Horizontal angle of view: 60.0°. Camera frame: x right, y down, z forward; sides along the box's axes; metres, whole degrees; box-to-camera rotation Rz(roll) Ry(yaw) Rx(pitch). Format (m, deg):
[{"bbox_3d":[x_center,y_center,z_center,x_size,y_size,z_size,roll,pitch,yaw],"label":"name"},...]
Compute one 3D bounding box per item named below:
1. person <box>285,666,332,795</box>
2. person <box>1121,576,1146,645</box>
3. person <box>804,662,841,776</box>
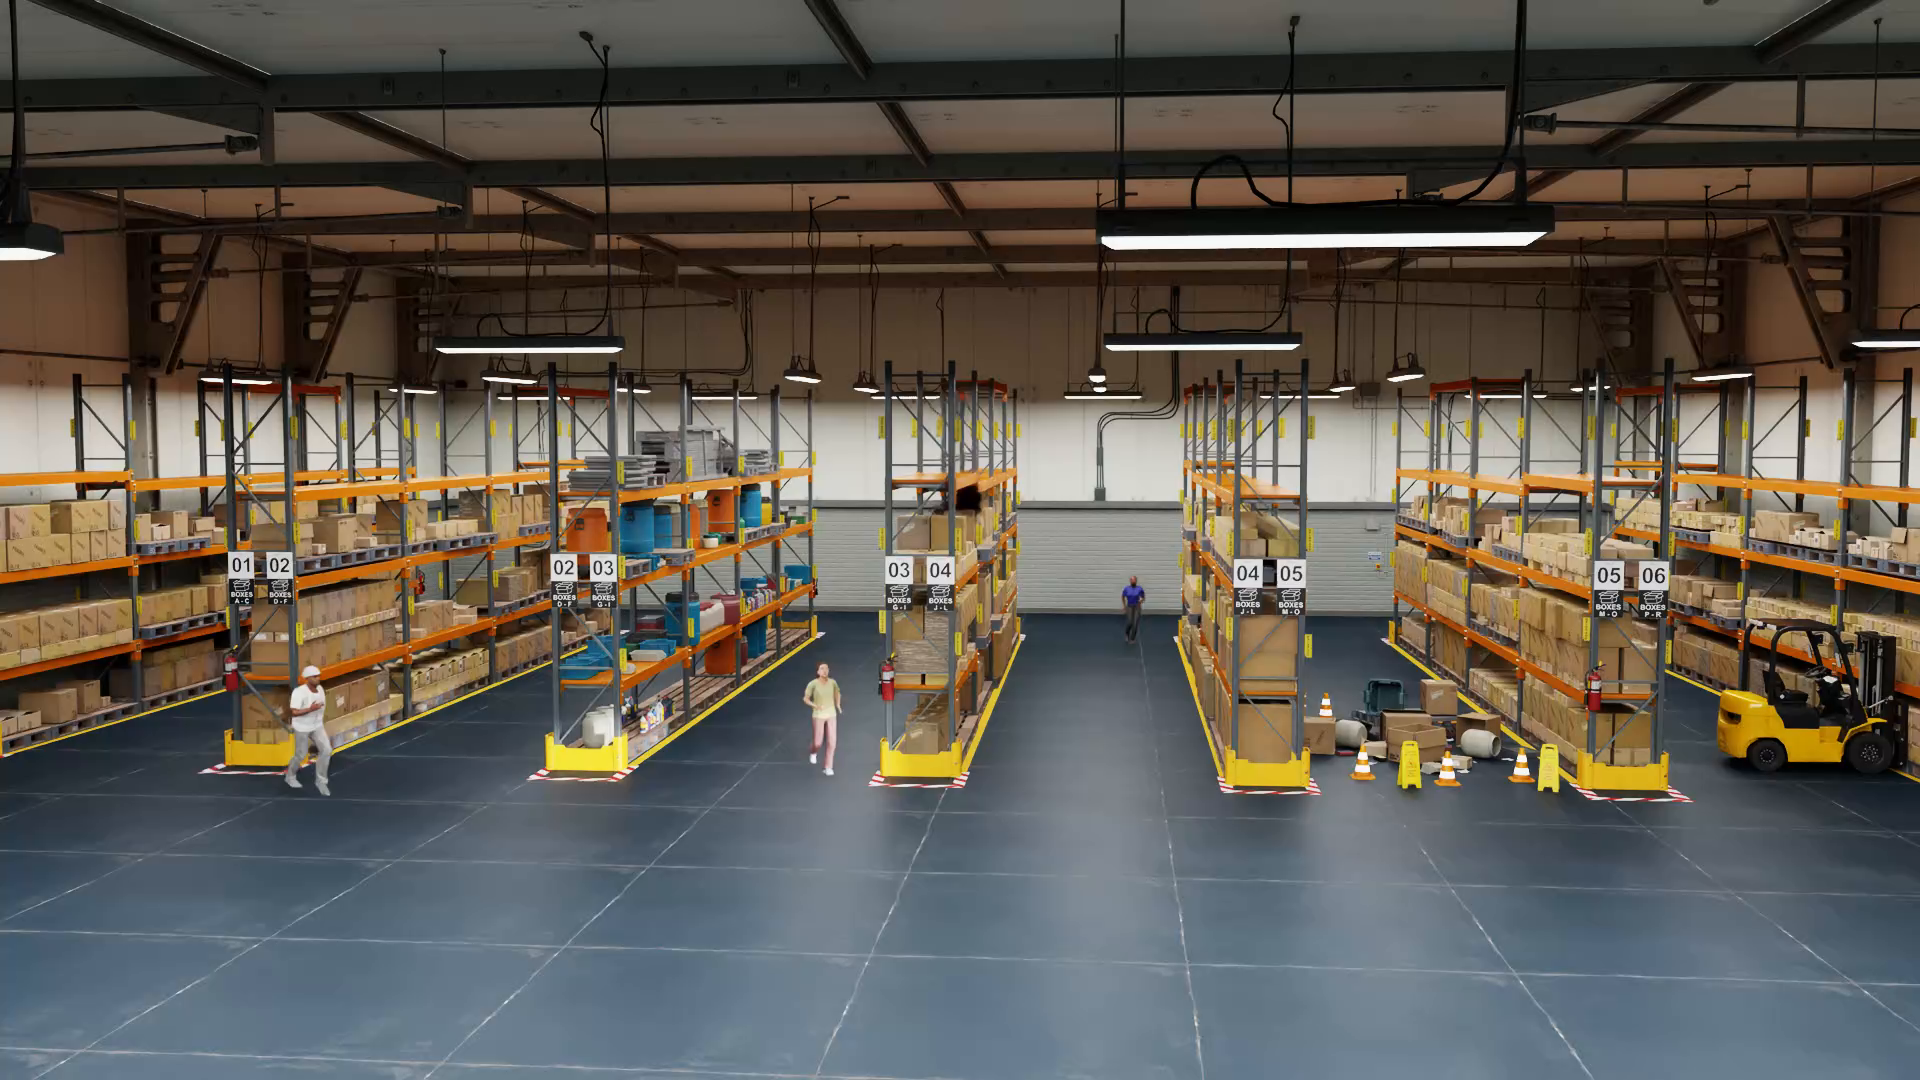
[{"bbox_3d":[-9.000,2.636,22.903,0.861,1.833,0.674,2,4,29],"label":"person"},{"bbox_3d":[4.051,1.684,38.774,0.560,1.536,0.573,0,4,3],"label":"person"},{"bbox_3d":[-1.996,2.587,24.340,0.586,1.633,0.753,-1,4,-21],"label":"person"}]
